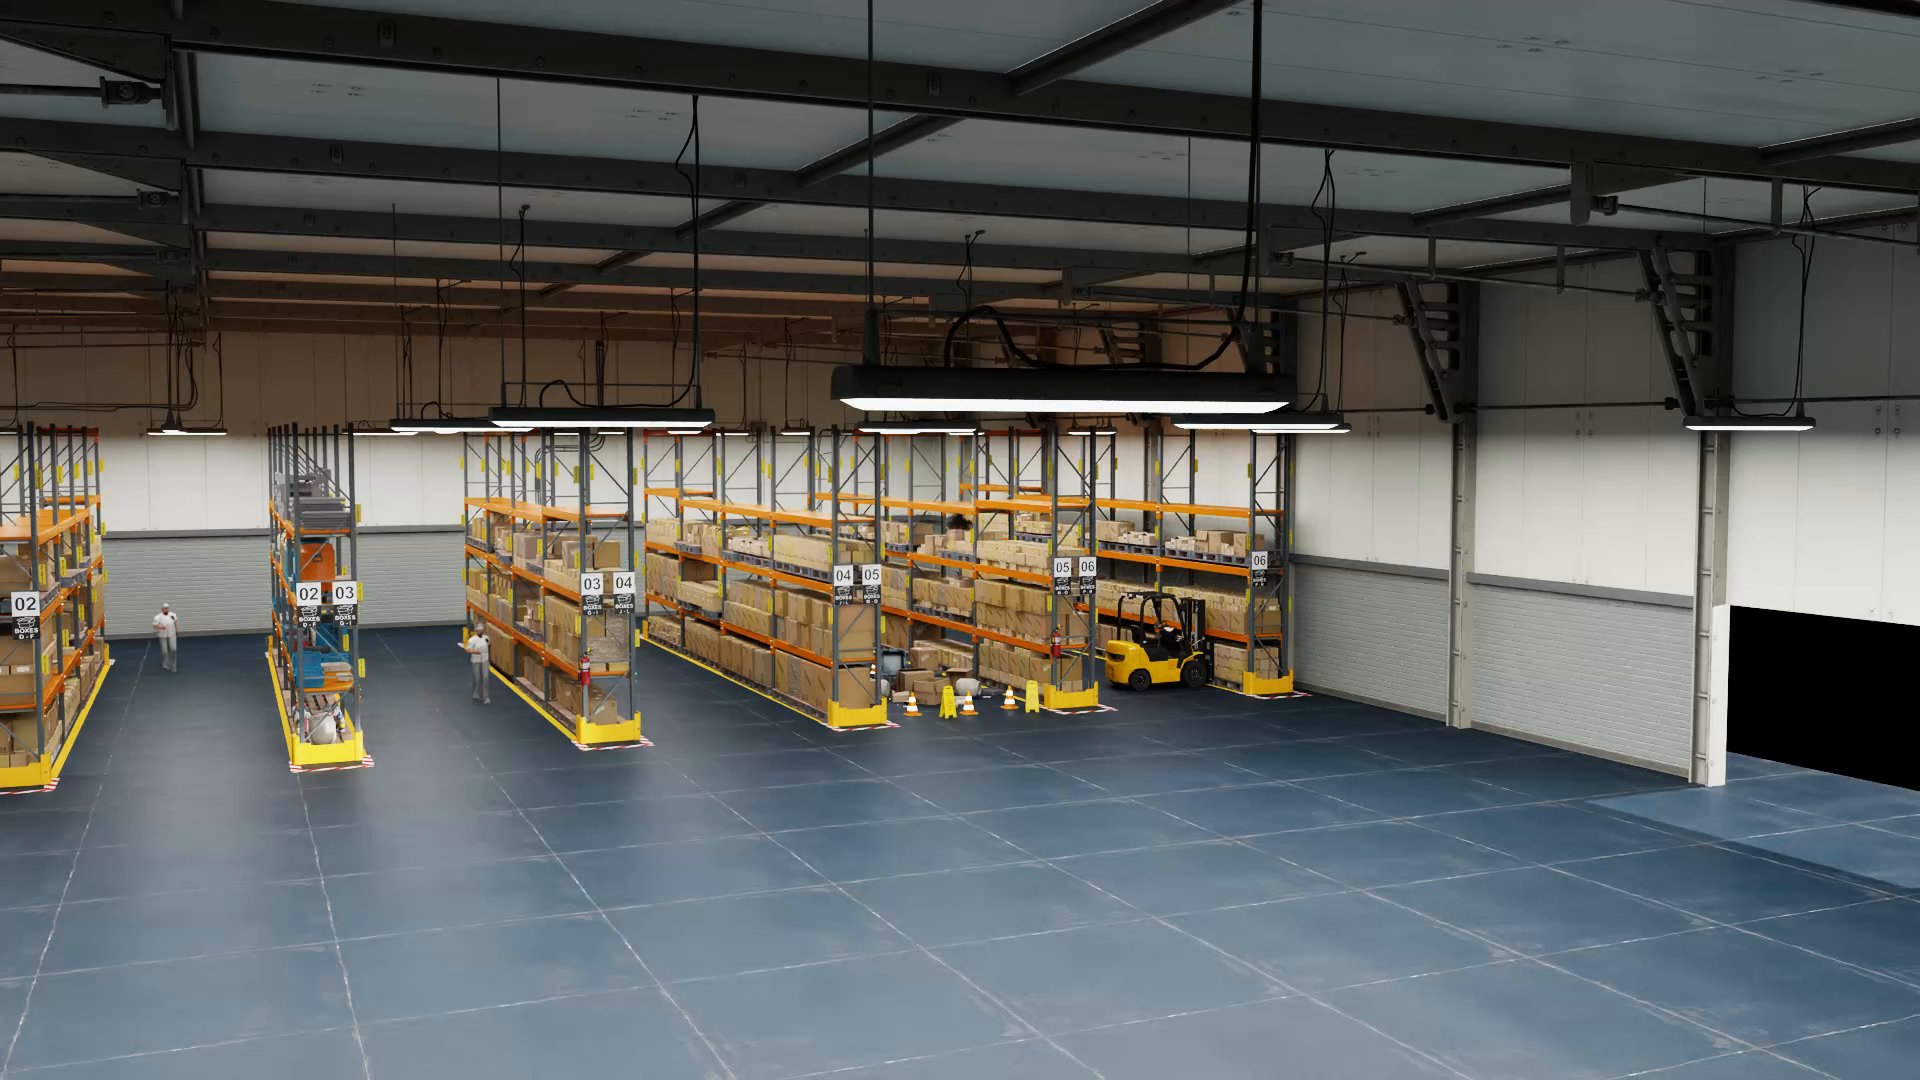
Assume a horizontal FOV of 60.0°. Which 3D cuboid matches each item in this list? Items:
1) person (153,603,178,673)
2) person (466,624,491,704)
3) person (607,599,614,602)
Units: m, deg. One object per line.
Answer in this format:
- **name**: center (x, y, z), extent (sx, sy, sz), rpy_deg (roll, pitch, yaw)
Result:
- **person**: center (-19.528, 2.409, 40.897), extent (0.567, 1.729, 0.785), rpy_deg (-2, 4, -30)
- **person**: center (-10.421, 2.655, 36.066), extent (0.577, 1.715, 0.907), rpy_deg (-2, 4, -27)
- **person**: center (-10.035, 2.030, 46.780), extent (0.751, 1.679, 0.510), rpy_deg (0, 3, -2)
